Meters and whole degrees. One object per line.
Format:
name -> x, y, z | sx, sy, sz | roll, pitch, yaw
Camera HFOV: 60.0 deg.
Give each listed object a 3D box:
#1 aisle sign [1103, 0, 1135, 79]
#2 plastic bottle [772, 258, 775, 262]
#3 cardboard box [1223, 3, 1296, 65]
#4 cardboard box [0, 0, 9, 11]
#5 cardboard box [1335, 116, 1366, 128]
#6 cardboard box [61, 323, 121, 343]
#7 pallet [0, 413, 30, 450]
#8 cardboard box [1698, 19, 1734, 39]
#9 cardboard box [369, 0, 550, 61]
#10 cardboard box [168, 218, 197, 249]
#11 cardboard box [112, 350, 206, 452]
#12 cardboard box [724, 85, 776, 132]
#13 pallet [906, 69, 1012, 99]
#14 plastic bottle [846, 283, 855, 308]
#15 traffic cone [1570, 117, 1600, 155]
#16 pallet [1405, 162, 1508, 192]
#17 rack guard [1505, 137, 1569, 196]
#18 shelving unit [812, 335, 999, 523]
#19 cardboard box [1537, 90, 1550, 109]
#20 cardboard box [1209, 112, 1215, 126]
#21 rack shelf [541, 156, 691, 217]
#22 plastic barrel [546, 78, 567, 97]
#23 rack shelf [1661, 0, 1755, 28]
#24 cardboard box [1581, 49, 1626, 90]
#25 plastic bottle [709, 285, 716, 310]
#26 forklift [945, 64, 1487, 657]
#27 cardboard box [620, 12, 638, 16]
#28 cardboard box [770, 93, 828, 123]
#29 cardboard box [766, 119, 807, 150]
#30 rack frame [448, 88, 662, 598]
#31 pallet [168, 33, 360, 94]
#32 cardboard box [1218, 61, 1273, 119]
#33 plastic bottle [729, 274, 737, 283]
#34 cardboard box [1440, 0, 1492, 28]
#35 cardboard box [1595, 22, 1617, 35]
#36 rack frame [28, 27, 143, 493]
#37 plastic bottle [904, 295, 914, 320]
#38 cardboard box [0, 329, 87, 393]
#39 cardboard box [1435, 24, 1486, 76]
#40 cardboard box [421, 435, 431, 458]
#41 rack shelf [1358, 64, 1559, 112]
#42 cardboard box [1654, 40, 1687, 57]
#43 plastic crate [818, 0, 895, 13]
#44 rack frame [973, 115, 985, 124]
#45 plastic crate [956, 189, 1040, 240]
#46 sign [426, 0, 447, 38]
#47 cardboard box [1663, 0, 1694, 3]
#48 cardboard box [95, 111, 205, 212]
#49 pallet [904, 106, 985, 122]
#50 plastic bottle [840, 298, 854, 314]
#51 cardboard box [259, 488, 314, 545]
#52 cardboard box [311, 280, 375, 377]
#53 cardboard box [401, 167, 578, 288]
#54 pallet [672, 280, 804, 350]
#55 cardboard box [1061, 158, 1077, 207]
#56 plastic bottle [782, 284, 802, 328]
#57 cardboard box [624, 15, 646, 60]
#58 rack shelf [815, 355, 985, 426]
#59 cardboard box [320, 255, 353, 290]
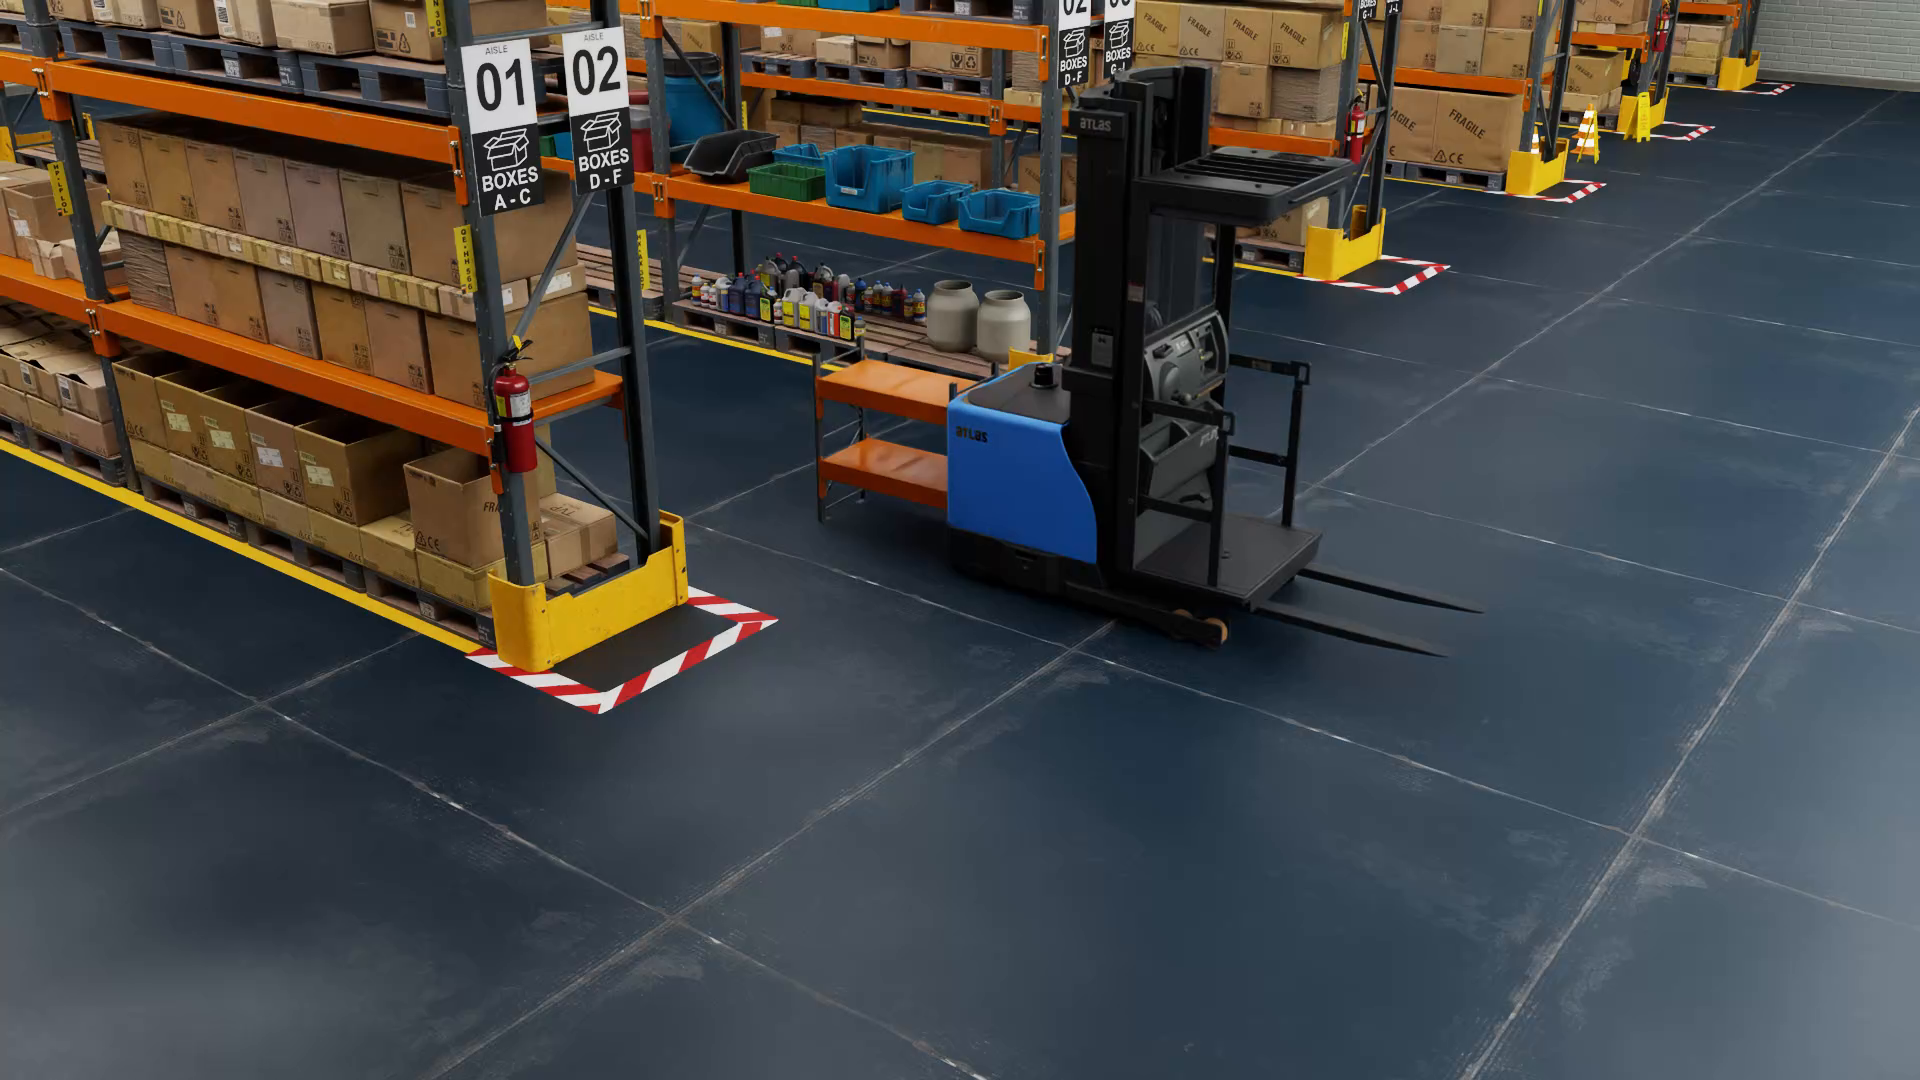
aisle sign -> 1.151, -3.757, 12.011 | 0.004, 0.787, 0.394 | 17, 29, 33
plastic bottle -> -1.700, -2.406, 14.992 | 0.133, 0.283, 0.061 | 19, 30, 36
cardboard box -> 2.896, -4.900, 16.096 | 0.500, 0.500, 0.500 | 17, 29, 33
cardboard box -> -6.185, -3.640, 10.915 | 0.500, 0.250, 0.500 | 14, 27, 28
cardboard box -> 3.803, -4.119, 16.368 | 0.250, 0.149, 0.380 | 17, 29, 33
cardboard box -> -6.250, -1.478, 12.258 | 0.500, 0.311, 0.500 | 16, 28, 32
pallet -> -6.850, -1.044, 12.537 | 1.213, 0.211, 1.003 | 17, 29, 33
cardboard box -> 12.535, -8.456, 27.551 | 0.500, 0.250, 0.500 | 16, 29, 33
cardboard box -> -2.513, -2.709, 8.315 | 0.637, 0.503, 0.797 | 19, 30, 37
cardboard box -> -4.539, -1.890, 10.069 | 0.250, 0.149, 0.380 | 17, 29, 33
cardboard box -> -5.073, -0.924, 10.765 | 0.500, 0.500, 0.500 | 17, 29, 33
cardboard box -> -3.053, -5.416, 21.115 | 0.875, 0.875, 1.225 | 15, 28, 31
pallet -> 0.163, -5.199, 18.747 | 1.213, 0.211, 1.003 | 17, 29, 33
plastic bottle -> -0.944, -2.130, 14.469 | 0.097, 0.201, 0.097 | 0, 24, 0
traffic cone -> 8.320, -5.372, 22.047 | 0.334, 0.463, 0.336 | 17, 29, 33
pallet -> 6.257, -4.556, 20.507 | 1.213, 0.211, 1.003 | 17, 29, 33
rack guard -> 6.963, -4.514, 20.054 | 0.348, 0.500, 1.175 | 17, 29, 33
shelving unit -> -0.337, -0.594, 10.383 | 1.048, 1.125, 0.538 | 15, 28, 30
cardboard box -> 8.614, -6.456, 24.250 | 0.500, 0.250, 0.500 | 17, 29, 33
cardboard box -> 2.526, -4.272, 16.717 | 0.250, 0.149, 0.380 | 17, 29, 33
rack shelf -> -3.883, -3.612, 15.798 | 4.000, 0.370, 1.077 | 17, 29, 33
plastic barrel -> -3.850, -4.104, 15.854 | 0.433, 0.535, 0.433 | 0, 24, 0
rack shelf -> 11.205, -9.042, 28.123 | 4.000, 0.370, 1.077 | 17, 29, 33
cardboard box -> 9.333, -6.852, 24.220 | 0.500, 0.500, 0.500 | 16, 28, 32
plastic bottle -> -2.128, -2.110, 14.423 | 0.097, 0.201, 0.097 | 0, 24, 0
forklift -> 1.420, -0.991, 9.043 | 3.031, 2.935, 1.130 | 15, 28, 30
cardboard box -> -4.149, -7.028, 21.291 | 0.637, 0.503, 0.797 | 18, 29, 35
cardboard box -> -1.959, -5.271, 20.296 | 0.500, 0.250, 0.500 | 18, 30, 35
cardboard box -> -1.965, -4.924, 20.440 | 0.500, 0.500, 0.700 | 15, 28, 31
rack frame -> -2.056, -0.893, 8.735 | 0.127, 3.000, 1.000 | 17, 29, 33
pallet -> -3.587, -2.699, 9.224 | 1.213, 0.211, 1.003 | 17, 29, 33
cardboard box -> 2.993, -4.494, 16.415 | 0.500, 0.500, 0.875 | 17, 29, 33
plastic bottle -> -1.952, -2.162, 14.439 | 0.133, 0.283, 0.061 | 17, 29, 33
cardboard box -> 6.175, -6.432, 19.782 | 0.550, 0.550, 0.875 | 17, 29, 33
cardboard box -> 9.135, -7.217, 23.401 | 0.250, 0.149, 0.380 | 16, 29, 33
rack frame -> -5.257, -1.860, 10.930 | 0.127, 3.000, 1.000 | 17, 29, 33
plastic bottle -> -0.429, -1.975, 14.116 | 0.097, 0.201, 0.097 | 0, 24, 0
cardboard box -> -6.571, -1.301, 11.856 | 0.500, 0.311, 0.500 | 17, 29, 33
cardboard box -> 6.167, -5.934, 19.989 | 0.550, 0.550, 0.875 | 17, 29, 33
cardboard box -> -3.161, -0.608, 10.049 | 0.500, 0.500, 0.500 | 17, 29, 33
rack shelf -> 5.343, -5.818, 20.806 | 4.000, 0.370, 1.077 | 17, 29, 33
cardboard box -> 11.834, -8.192, 27.571 | 0.500, 0.250, 0.500 | 16, 29, 33
plastic crate -> -0.789, -4.219, 12.584 | 0.575, 0.384, 0.392 | 17, 29, 33
rack frame -> 0.542, -7.598, 23.954 | 0.127, 3.000, 1.000 | 17, 29, 33
plastic crate -> 0.338, -2.446, 12.445 | 0.616, 0.251, 0.499 | 17, 29, 33
sign -> -2.393, -2.463, 7.578 | 0.005, 0.325, 0.100 | 17, 29, 33
cardboard box -> 11.845, -9.096, 27.229 | 0.500, 0.500, 0.500 | 18, 29, 35
cardboard box -> -4.898, -2.394, 10.409 | 0.500, 0.500, 0.700 | 17, 29, 34
pallet -> -0.082, -6.512, 24.946 | 1.213, 0.211, 1.003 | 17, 29, 33
plastic bottle -> -0.937, -1.855, 13.743 | 0.133, 0.283, 0.061 | 17, 29, 33
cardboard box -> -3.870, -0.220, 10.097 | 0.500, 0.250, 0.500 | 17, 29, 33
cardboard box -> -3.239, -1.303, 9.542 | 0.500, 0.500, 0.700 | 17, 29, 34
cardboard box -> -2.464, -1.662, 8.748 | 0.500, 0.500, 0.700 | 17, 29, 33
pallet -> -1.771, -2.005, 14.718 | 1.213, 0.211, 1.003 | 17, 29, 33
cardboard box -> 1.446, -3.858, 18.044 | 0.500, 0.500, 0.500 | -16, 28, -31
plastic bottle -> -1.395, -1.969, 13.917 | 0.185, 0.351, 0.144 | 17, 29, 33
cardboard box -> -3.870, -6.355, 21.007 | 0.500, 0.500, 0.500 | 16, 28, 32
rack shelf -> -0.337, -0.862, 10.265 | 1.000, 0.278, 0.538 | 15, 28, 30
cardboard box -> -3.301, -1.516, 9.220 | 0.250, 0.149, 0.380 | 18, 29, 35
